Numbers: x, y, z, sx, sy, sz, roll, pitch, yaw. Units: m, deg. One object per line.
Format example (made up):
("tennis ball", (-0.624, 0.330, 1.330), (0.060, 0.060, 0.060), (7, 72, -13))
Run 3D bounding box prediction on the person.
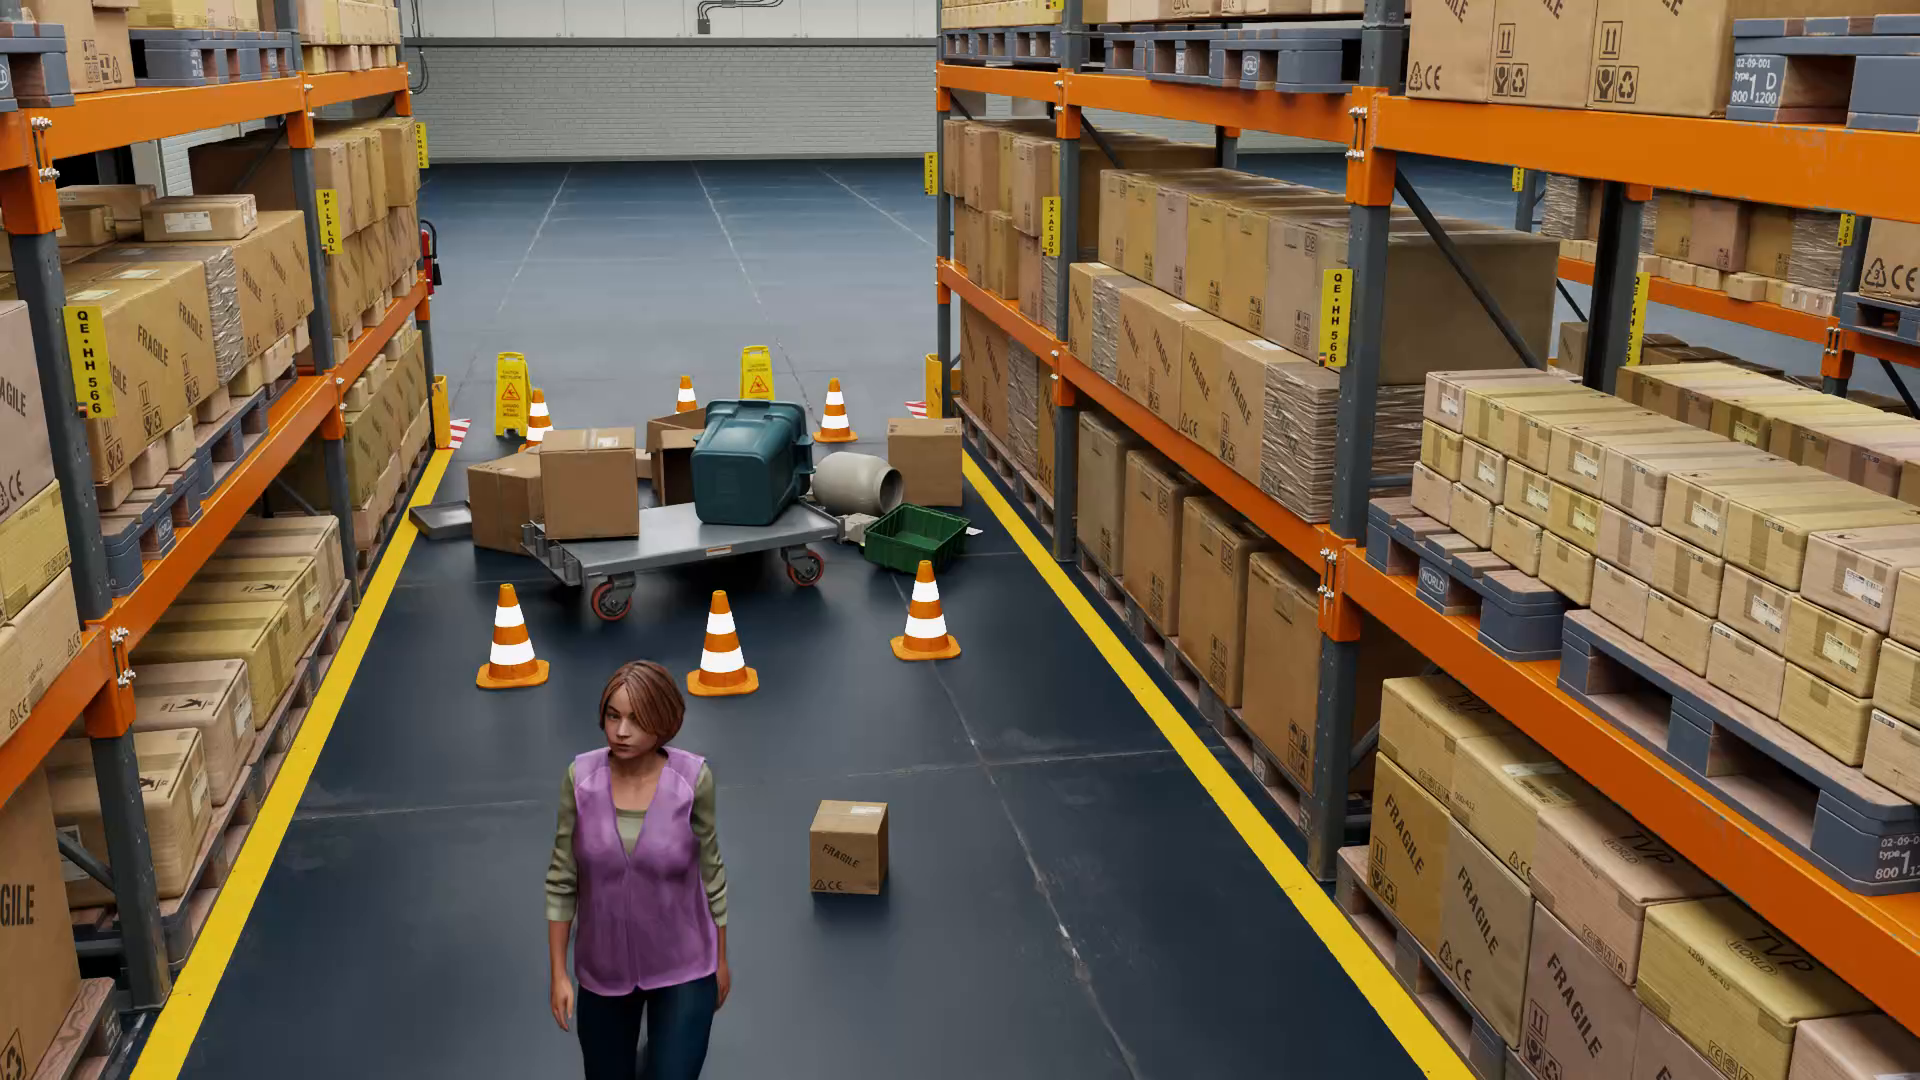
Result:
("person", (-0.778, 1.026, 4.090), (0.426, 1.567, 0.783), (0, 17, 1))
